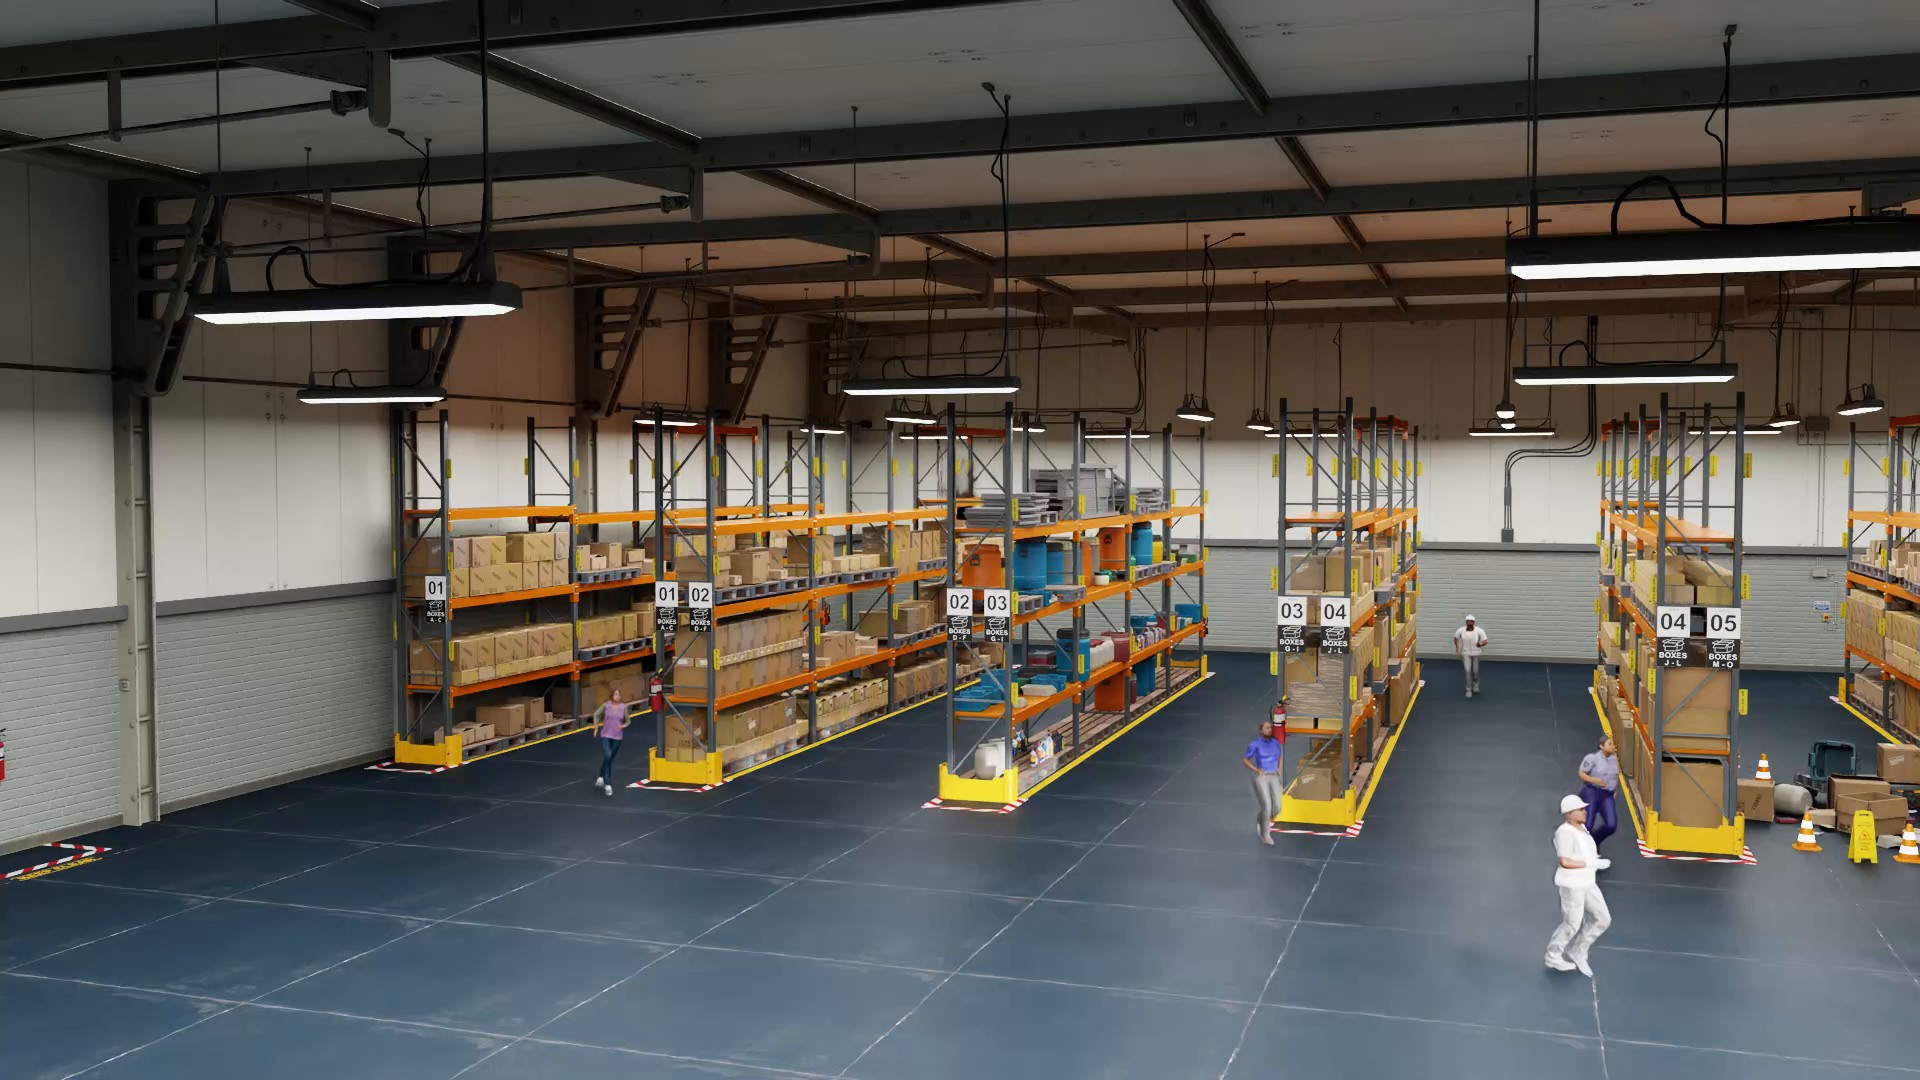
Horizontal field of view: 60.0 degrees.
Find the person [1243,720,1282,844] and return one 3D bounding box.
[{"bbox_3d":[4.112,3.253,22.375,0.601,1.651,0.531,-1,3,-24],"label":"person"}]

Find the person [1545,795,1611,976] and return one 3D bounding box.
[{"bbox_3d":[6.112,3.415,16.358,0.667,1.803,0.657,2,3,43],"label":"person"}]

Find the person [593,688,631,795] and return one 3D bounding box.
[{"bbox_3d":[-5.383,3.091,25.797,0.550,1.583,0.808,-1,3,-25],"label":"person"}]

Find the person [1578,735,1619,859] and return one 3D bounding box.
[{"bbox_3d":[8.213,3.302,21.241,0.612,1.590,0.569,0,2,-6],"label":"person"}]

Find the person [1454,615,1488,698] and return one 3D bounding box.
[{"bbox_3d":[11.270,2.541,36.698,0.710,1.785,0.877,1,3,17],"label":"person"}]
